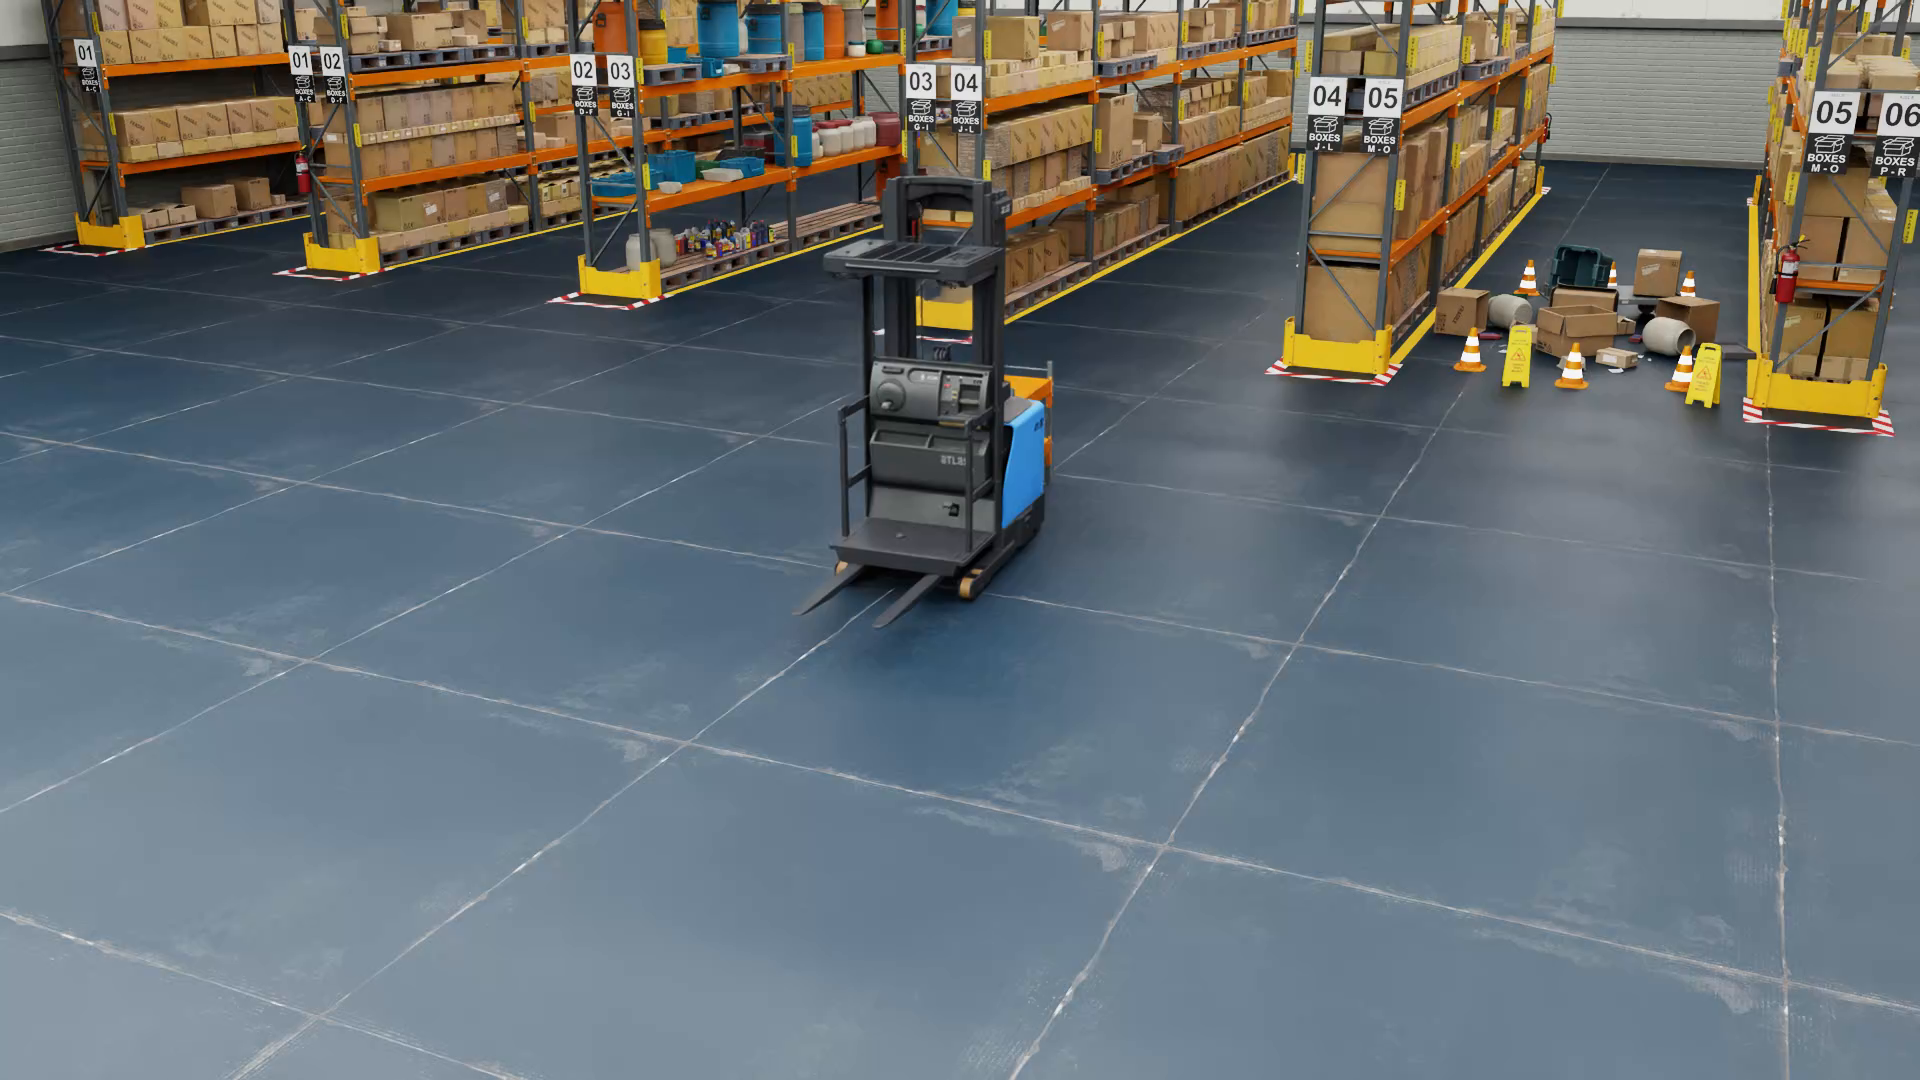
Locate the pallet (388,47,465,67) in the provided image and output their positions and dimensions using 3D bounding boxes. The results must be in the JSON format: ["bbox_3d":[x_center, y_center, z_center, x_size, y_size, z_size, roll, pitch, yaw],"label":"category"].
[{"bbox_3d":[-8.398,-7.439,25.566,1.003,0.211,1.213,9,21,23],"label":"pallet"}]

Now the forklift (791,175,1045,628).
[{"bbox_3d":[-0.302,-1.098,12.182,1.130,2.935,3.031,7,21,20],"label":"forklift"}]

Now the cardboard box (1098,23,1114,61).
[{"bbox_3d":[1.747,-7.133,23.792,0.797,0.503,0.637,7,21,20],"label":"cardboard box"}]

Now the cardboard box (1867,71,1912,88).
[{"bbox_3d":[9.288,-4.591,16.610,0.380,0.149,0.250,8,21,22],"label":"cardboard box"}]

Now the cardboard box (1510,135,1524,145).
[{"bbox_3d":[9.639,-7.001,29.052,0.380,0.149,0.250,9,22,25],"label":"cardboard box"}]

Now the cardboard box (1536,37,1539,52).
[{"bbox_3d":[9.851,-8.680,29.145,0.500,0.250,0.500,8,21,22],"label":"cardboard box"}]

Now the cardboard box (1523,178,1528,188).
[{"bbox_3d":[10.286,-6.611,30.766,0.380,0.149,0.250,9,21,23],"label":"cardboard box"}]

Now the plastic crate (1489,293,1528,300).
[{"bbox_3d":[7.072,-3.101,21.823,0.662,0.188,0.450,-14,14,-33],"label":"plastic crate"}]

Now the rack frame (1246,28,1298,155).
[{"bbox_3d":[6.378,-9.011,34.331,1.000,3.000,0.127,9,21,23],"label":"rack frame"}]

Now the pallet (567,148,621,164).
[{"bbox_3d":[-8.434,-8.736,37.717,1.003,0.211,1.213,9,21,23],"label":"pallet"}]

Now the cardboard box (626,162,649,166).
[{"bbox_3d":[-5.923,-6.899,31.031,0.500,0.311,0.500,9,22,24],"label":"cardboard box"}]

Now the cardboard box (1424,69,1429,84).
[{"bbox_3d":[5.156,-5.318,19.069,0.380,0.149,0.250,9,21,23],"label":"cardboard box"}]

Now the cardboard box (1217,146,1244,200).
[{"bbox_3d":[4.497,-6.787,30.621,1.225,0.875,0.875,9,21,23],"label":"cardboard box"}]

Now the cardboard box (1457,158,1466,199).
[{"bbox_3d":[6.615,-4.957,22.782,0.500,0.500,0.500,9,21,23],"label":"cardboard box"}]

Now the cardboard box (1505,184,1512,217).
[{"bbox_3d":[9.151,-5.837,28.508,0.500,0.500,0.500,8,21,22],"label":"cardboard box"}]

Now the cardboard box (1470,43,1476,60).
[{"bbox_3d":[6.908,-6.770,22.975,0.396,0.266,0.258,9,21,23],"label":"cardboard box"}]

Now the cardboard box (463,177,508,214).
[{"bbox_3d":[-7.777,-5.636,27.198,0.500,0.500,0.500,9,21,23],"label":"cardboard box"}]

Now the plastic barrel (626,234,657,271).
[{"bbox_3d":[-4.492,-4.037,23.431,0.421,0.512,0.421,0,20,0],"label":"plastic barrel"}]

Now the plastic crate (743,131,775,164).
[{"bbox_3d":[-3.135,-6.243,26.451,0.402,0.464,0.583,9,21,23],"label":"plastic crate"}]

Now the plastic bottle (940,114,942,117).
[{"bbox_3d":[-0.344,-8.162,32.240,0.097,0.201,0.097,0,20,0],"label":"plastic bottle"}]

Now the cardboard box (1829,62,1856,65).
[{"bbox_3d":[9.518,-5.116,18.086,0.380,0.149,0.250,9,21,24],"label":"cardboard box"}]

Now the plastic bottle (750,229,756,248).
[{"bbox_3d":[-3.162,-4.600,25.323,0.061,0.283,0.133,10,22,26],"label":"plastic bottle"}]

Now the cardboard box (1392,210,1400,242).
[{"bbox_3d":[4.626,-3.770,19.370,0.875,0.550,0.550,9,21,23],"label":"cardboard box"}]

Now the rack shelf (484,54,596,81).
[{"bbox_3d":[-6.753,-8.389,29.179,1.077,0.370,4.000,9,21,23],"label":"rack shelf"}]

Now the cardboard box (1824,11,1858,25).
[{"bbox_3d":[14.214,-8.285,26.888,0.500,0.500,0.500,9,21,24],"label":"cardboard box"}]

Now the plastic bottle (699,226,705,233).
[{"bbox_3d":[-3.946,-4.658,25.487,0.061,0.283,0.133,10,22,25],"label":"plastic bottle"}]

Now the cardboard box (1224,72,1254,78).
[{"bbox_3d":[5.524,-9.013,32.995,0.500,0.500,0.500,8,21,21],"label":"cardboard box"}]

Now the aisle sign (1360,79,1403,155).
[{"bbox_3d":[4.555,-4.571,17.965,0.394,0.787,0.004,9,21,23],"label":"aisle sign"}]

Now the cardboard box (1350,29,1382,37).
[{"bbox_3d":[4.763,-5.940,19.628,0.380,0.149,0.250,9,21,23],"label":"cardboard box"}]

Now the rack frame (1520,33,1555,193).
[{"bbox_3d":[10.862,-8.300,32.331,1.000,3.000,0.127,9,21,23],"label":"rack frame"}]

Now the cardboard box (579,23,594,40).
[{"bbox_3d":[-6.511,-8.984,29.376,0.500,0.250,0.500,8,21,22],"label":"cardboard box"}]

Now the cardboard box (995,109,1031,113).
[{"bbox_3d":[0.640,-5.593,22.634,0.500,0.500,0.500,9,21,23],"label":"cardboard box"}]

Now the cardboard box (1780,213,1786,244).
[{"bbox_3d":[9.256,-3.457,18.118,0.500,0.500,0.500,8,21,22],"label":"cardboard box"}]

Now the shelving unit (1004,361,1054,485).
[{"bbox_3d":[0.393,-0.895,14.305,0.538,1.125,1.048,7,21,20],"label":"shelving unit"}]

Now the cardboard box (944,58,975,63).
[{"bbox_3d":[-0.038,-6.021,21.074,0.380,0.149,0.250,9,21,23],"label":"cardboard box"}]

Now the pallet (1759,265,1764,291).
[{"bbox_3d":[11.822,-3.654,23.427,1.003,0.211,1.213,9,21,23],"label":"pallet"}]

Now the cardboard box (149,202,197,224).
[{"bbox_3d":[-13.132,-5.473,27.738,0.500,0.311,0.500,11,22,27],"label":"cardboard box"}]

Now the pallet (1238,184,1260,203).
[{"bbox_3d":[5.123,-6.697,31.984,1.003,0.211,1.213,9,21,23],"label":"pallet"}]

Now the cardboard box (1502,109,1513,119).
[{"bbox_3d":[9.129,-7.205,28.113,0.380,0.149,0.250,8,21,21],"label":"cardboard box"}]

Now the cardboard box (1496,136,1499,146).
[{"bbox_3d":[8.495,-6.449,26.873,0.380,0.149,0.250,9,21,23],"label":"cardboard box"}]

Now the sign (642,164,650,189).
[{"bbox_3d":[-4.192,-4.854,22.227,0.100,0.325,0.005,9,21,23],"label":"sign"}]

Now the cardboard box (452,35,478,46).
[{"bbox_3d":[-7.816,-7.856,26.145,0.380,0.149,0.250,9,21,23],"label":"cardboard box"}]

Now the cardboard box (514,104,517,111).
[{"bbox_3d":[-9.490,-9.035,34.743,0.380,0.149,0.250,9,21,23],"label":"cardboard box"}]

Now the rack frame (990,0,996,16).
[{"bbox_3d":[0.222,-11.295,31.799,1.000,3.000,0.127,9,21,23],"label":"rack frame"}]

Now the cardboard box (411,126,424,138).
[{"bbox_3d":[-8.431,-6.240,25.420,0.380,0.149,0.250,8,21,21],"label":"cardboard box"}]

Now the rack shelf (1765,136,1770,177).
[{"bbox_3d":[14.600,-6.701,28.909,1.077,0.370,4.000,9,21,23],"label":"rack shelf"}]

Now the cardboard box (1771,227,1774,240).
[{"bbox_3d":[13.238,-5.148,26.012,0.875,0.875,0.875,9,22,24],"label":"cardboard box"}]

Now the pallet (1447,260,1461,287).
[{"bbox_3d":[6.694,-3.938,24.228,1.003,0.211,1.213,9,21,23],"label":"pallet"}]

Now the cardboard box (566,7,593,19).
[{"bbox_3d":[-8.293,-11.590,36.554,0.500,0.250,0.500,8,21,23],"label":"cardboard box"}]

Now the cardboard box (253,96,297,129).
[{"bbox_3d":[-12.004,-7.487,29.120,0.500,0.500,0.500,8,21,23],"label":"cardboard box"}]

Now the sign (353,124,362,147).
[{"bbox_3d":[-8.706,-5.848,24.026,0.100,0.325,0.005,9,21,23],"label":"sign"}]

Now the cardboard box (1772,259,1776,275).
[{"bbox_3d":[9.595,-3.131,19.187,0.380,0.149,0.250,10,22,26],"label":"cardboard box"}]

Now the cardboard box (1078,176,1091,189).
[{"bbox_3d":[1.645,-5.119,23.760,0.380,0.149,0.250,9,21,23],"label":"cardboard box"}]

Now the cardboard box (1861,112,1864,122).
[{"bbox_3d":[9.649,-4.442,17.381,0.380,0.149,0.250,8,21,21],"label":"cardboard box"}]

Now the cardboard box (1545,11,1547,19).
[{"bbox_3d":[10.441,-9.537,30.215,0.380,0.149,0.250,9,21,24],"label":"cardboard box"}]

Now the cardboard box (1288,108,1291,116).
[{"bbox_3d":[6.533,-8.739,33.940,0.380,0.149,0.250,9,21,24],"label":"cardboard box"}]

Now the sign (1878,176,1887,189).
[{"bbox_3d":[11.004,-4.319,19.845,0.100,0.325,0.005,9,21,23],"label":"sign"}]
